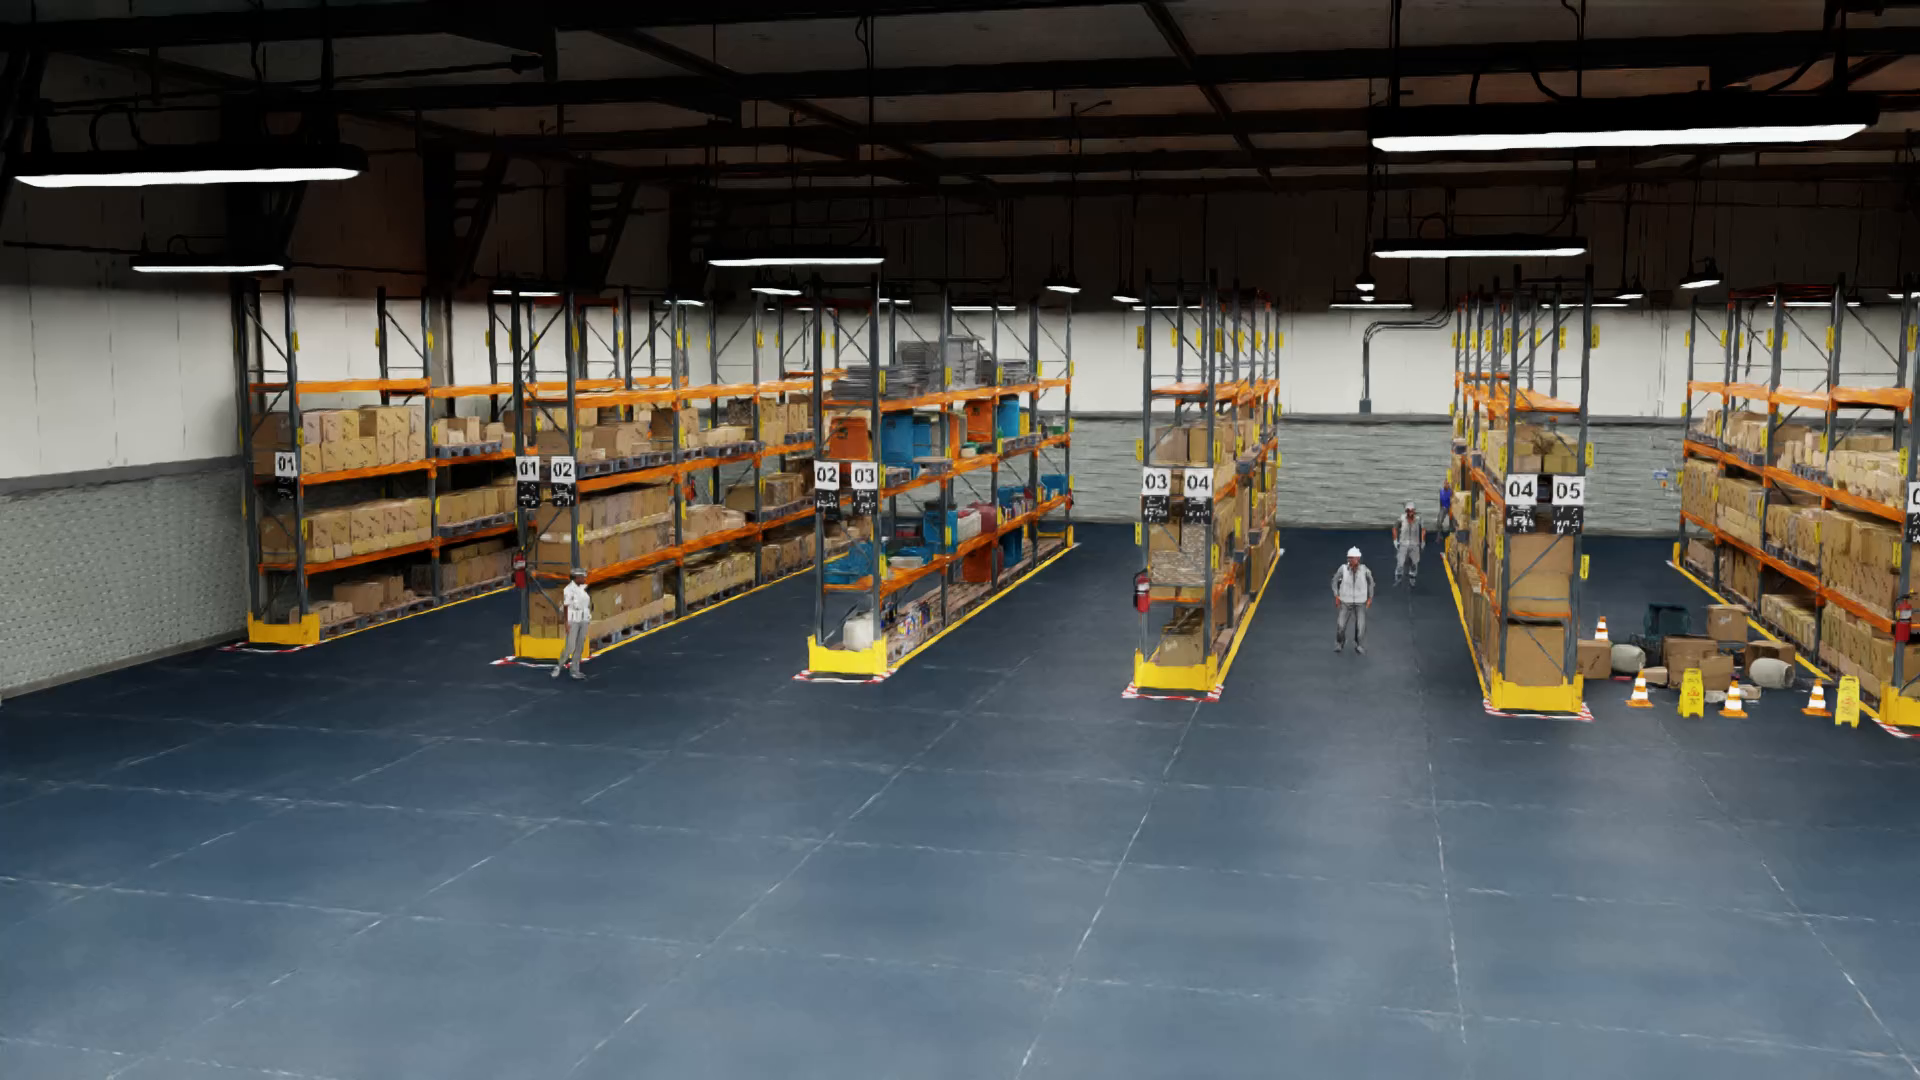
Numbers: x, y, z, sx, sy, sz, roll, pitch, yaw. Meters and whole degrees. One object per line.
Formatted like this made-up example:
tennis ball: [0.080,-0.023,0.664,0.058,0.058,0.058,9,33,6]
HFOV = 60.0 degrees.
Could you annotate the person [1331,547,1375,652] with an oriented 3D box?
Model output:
person: [6.303,0.959,26.692,0.677,1.725,0.569,1,7,12]

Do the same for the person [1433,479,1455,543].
person: [12.137,-0.687,41.288,0.505,1.485,0.939,5,8,35]

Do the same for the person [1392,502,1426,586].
person: [9.143,0.091,33.868,0.677,1.741,0.549,2,7,13]

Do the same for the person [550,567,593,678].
person: [-5.755,1.225,24.636,0.459,1.655,0.628,6,9,40]
